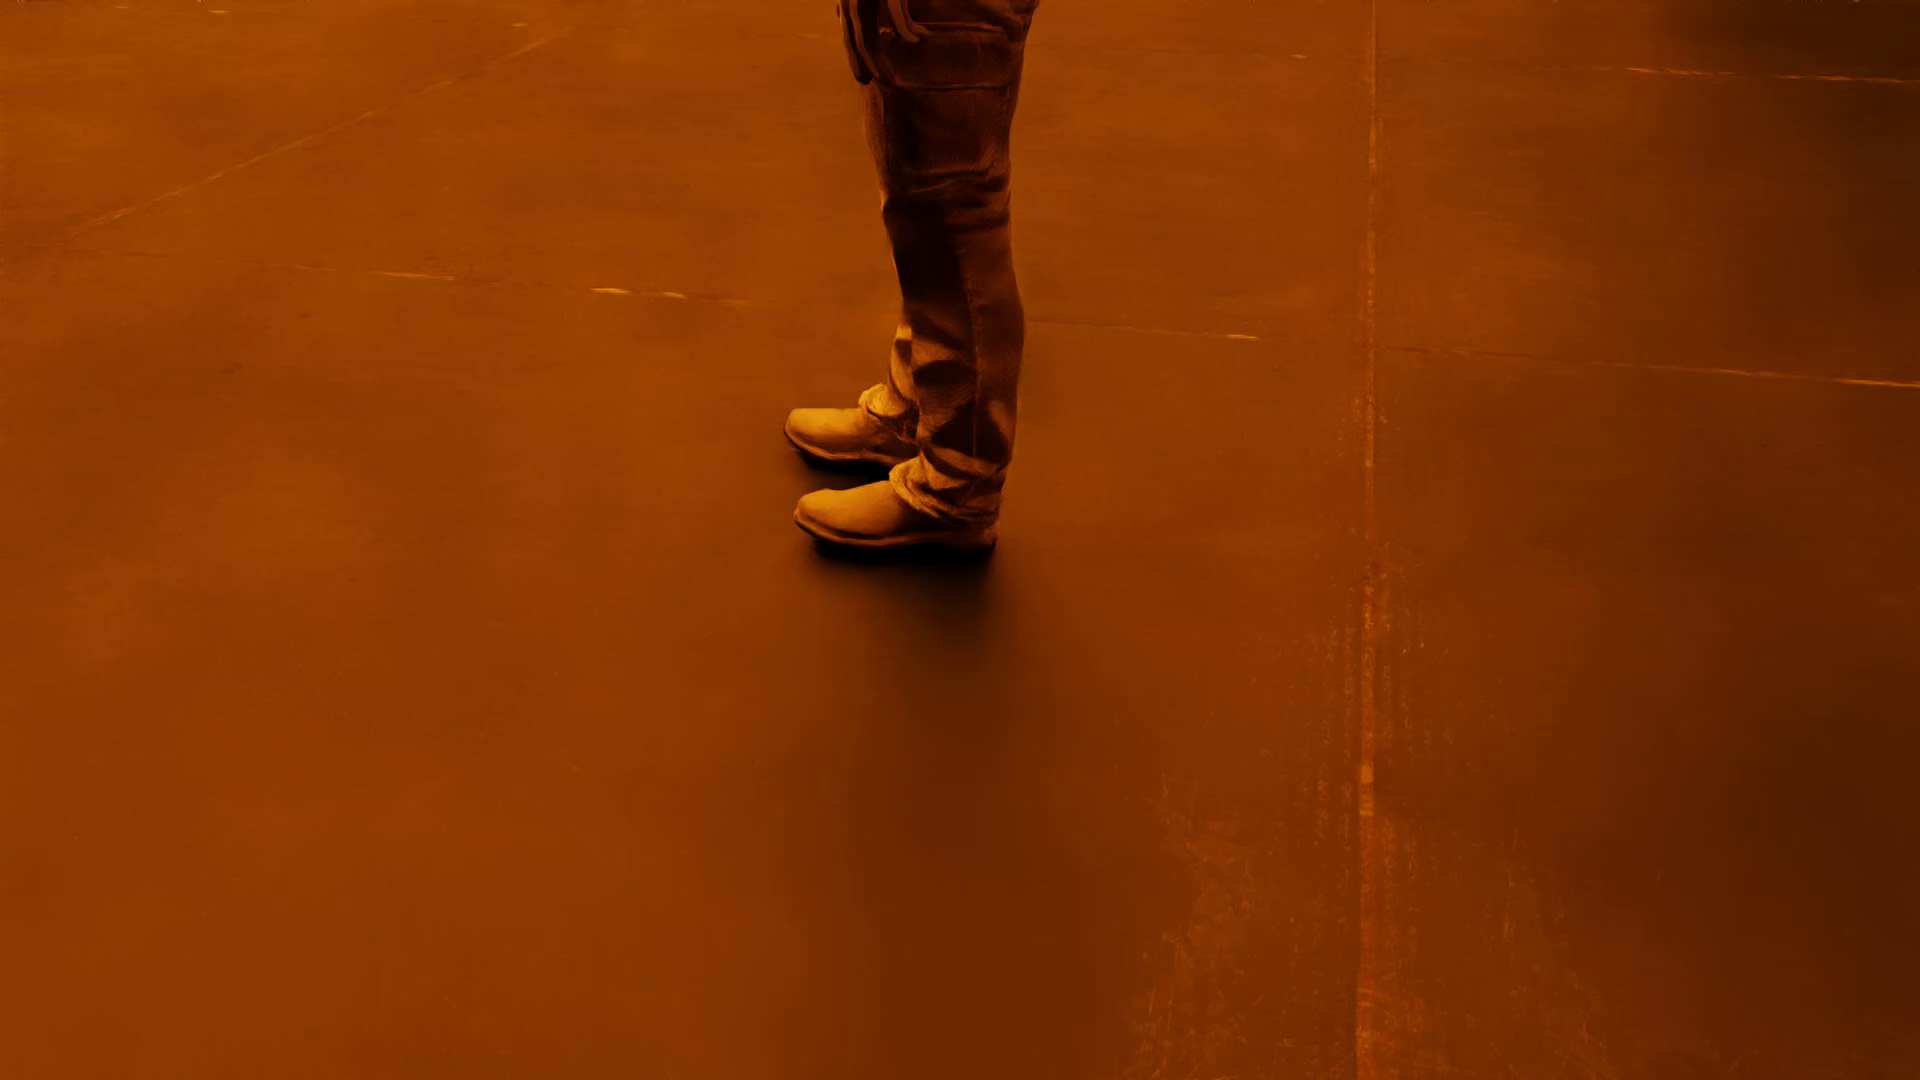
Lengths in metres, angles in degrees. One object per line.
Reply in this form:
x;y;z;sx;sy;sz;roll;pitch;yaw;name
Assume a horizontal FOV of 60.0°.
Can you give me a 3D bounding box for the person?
-0.069;-0.813;2.116;0.576;1.782;0.655;6;27;11;person
